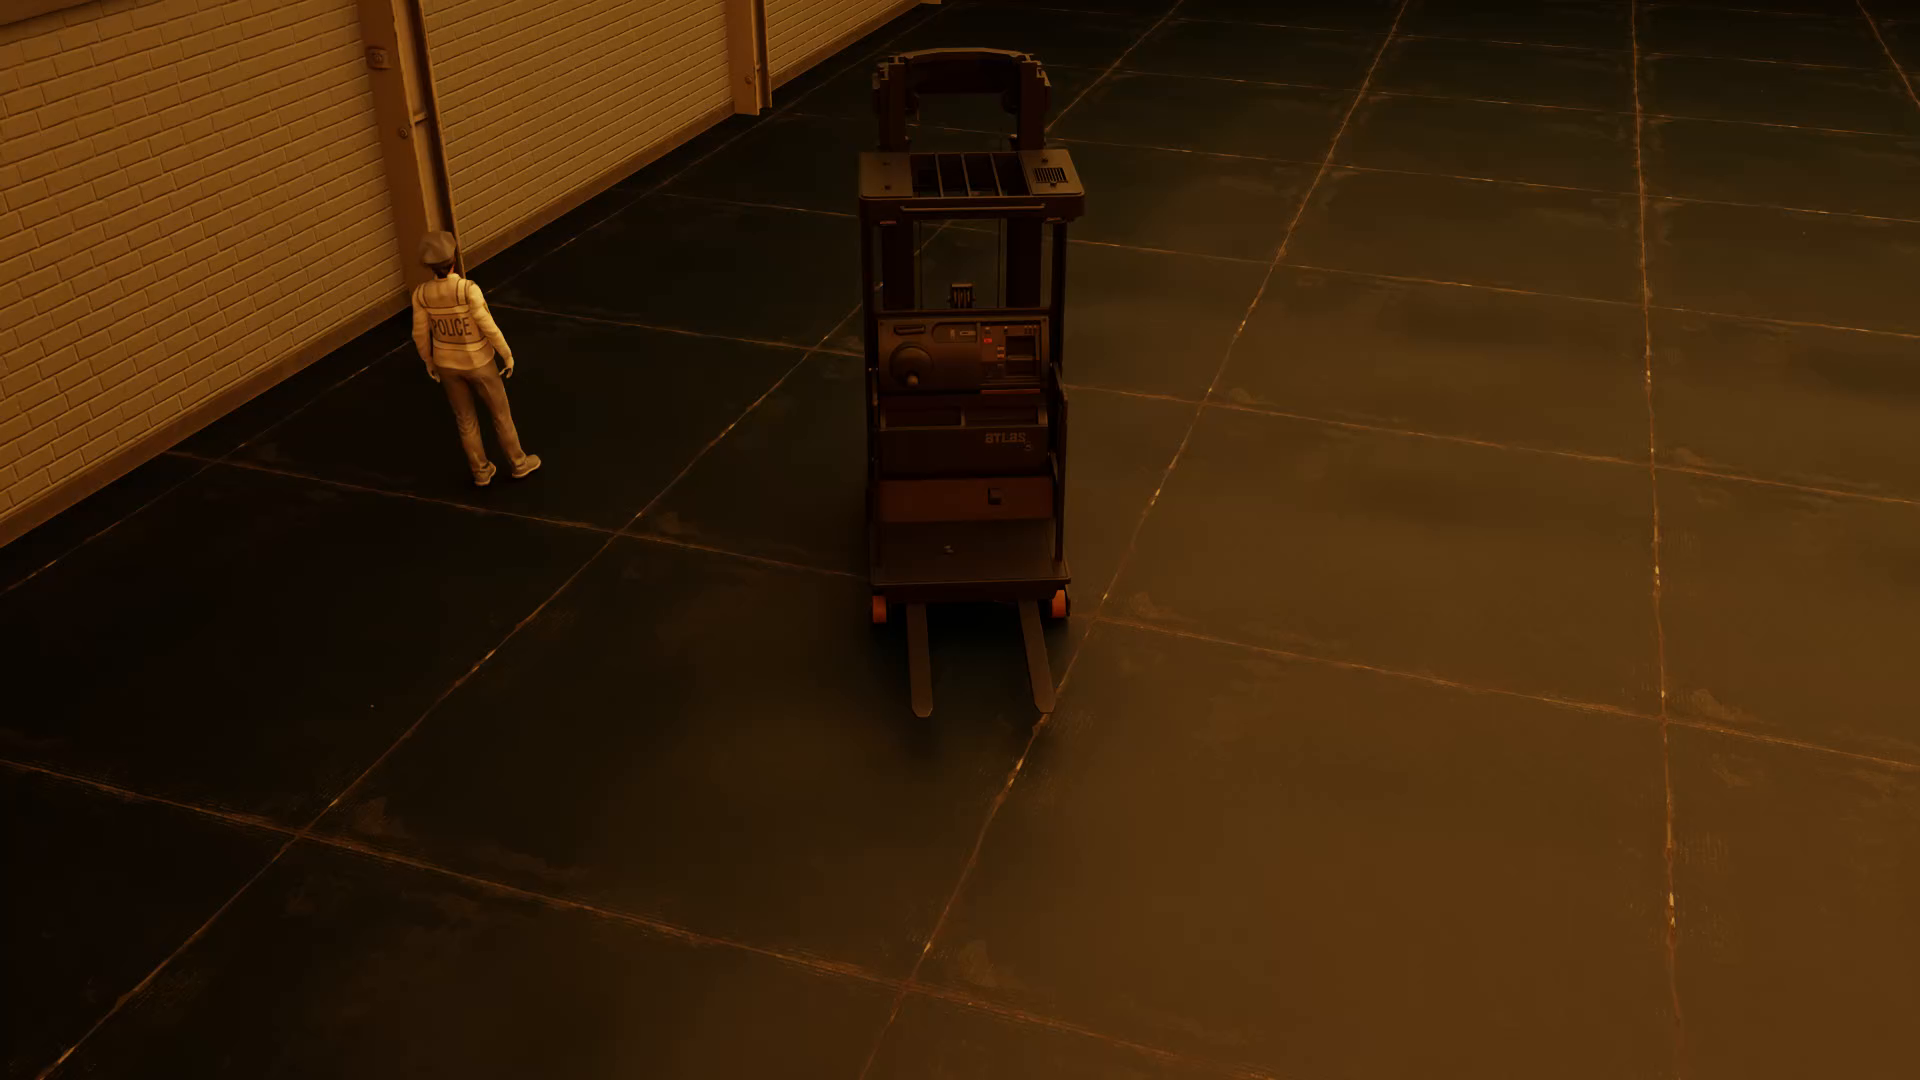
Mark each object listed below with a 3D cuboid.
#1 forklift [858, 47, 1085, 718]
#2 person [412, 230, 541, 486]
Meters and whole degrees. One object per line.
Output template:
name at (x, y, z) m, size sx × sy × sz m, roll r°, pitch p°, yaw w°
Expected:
forklift at (0.035, -0.972, 8.842) m, size 1.130 × 2.935 × 3.031 m, roll -2°, pitch 30°, yaw -3°
person at (-3.058, -1.136, 10.363) m, size 0.584 × 1.694 × 0.534 m, roll 2°, pitch 30°, yaw 3°
